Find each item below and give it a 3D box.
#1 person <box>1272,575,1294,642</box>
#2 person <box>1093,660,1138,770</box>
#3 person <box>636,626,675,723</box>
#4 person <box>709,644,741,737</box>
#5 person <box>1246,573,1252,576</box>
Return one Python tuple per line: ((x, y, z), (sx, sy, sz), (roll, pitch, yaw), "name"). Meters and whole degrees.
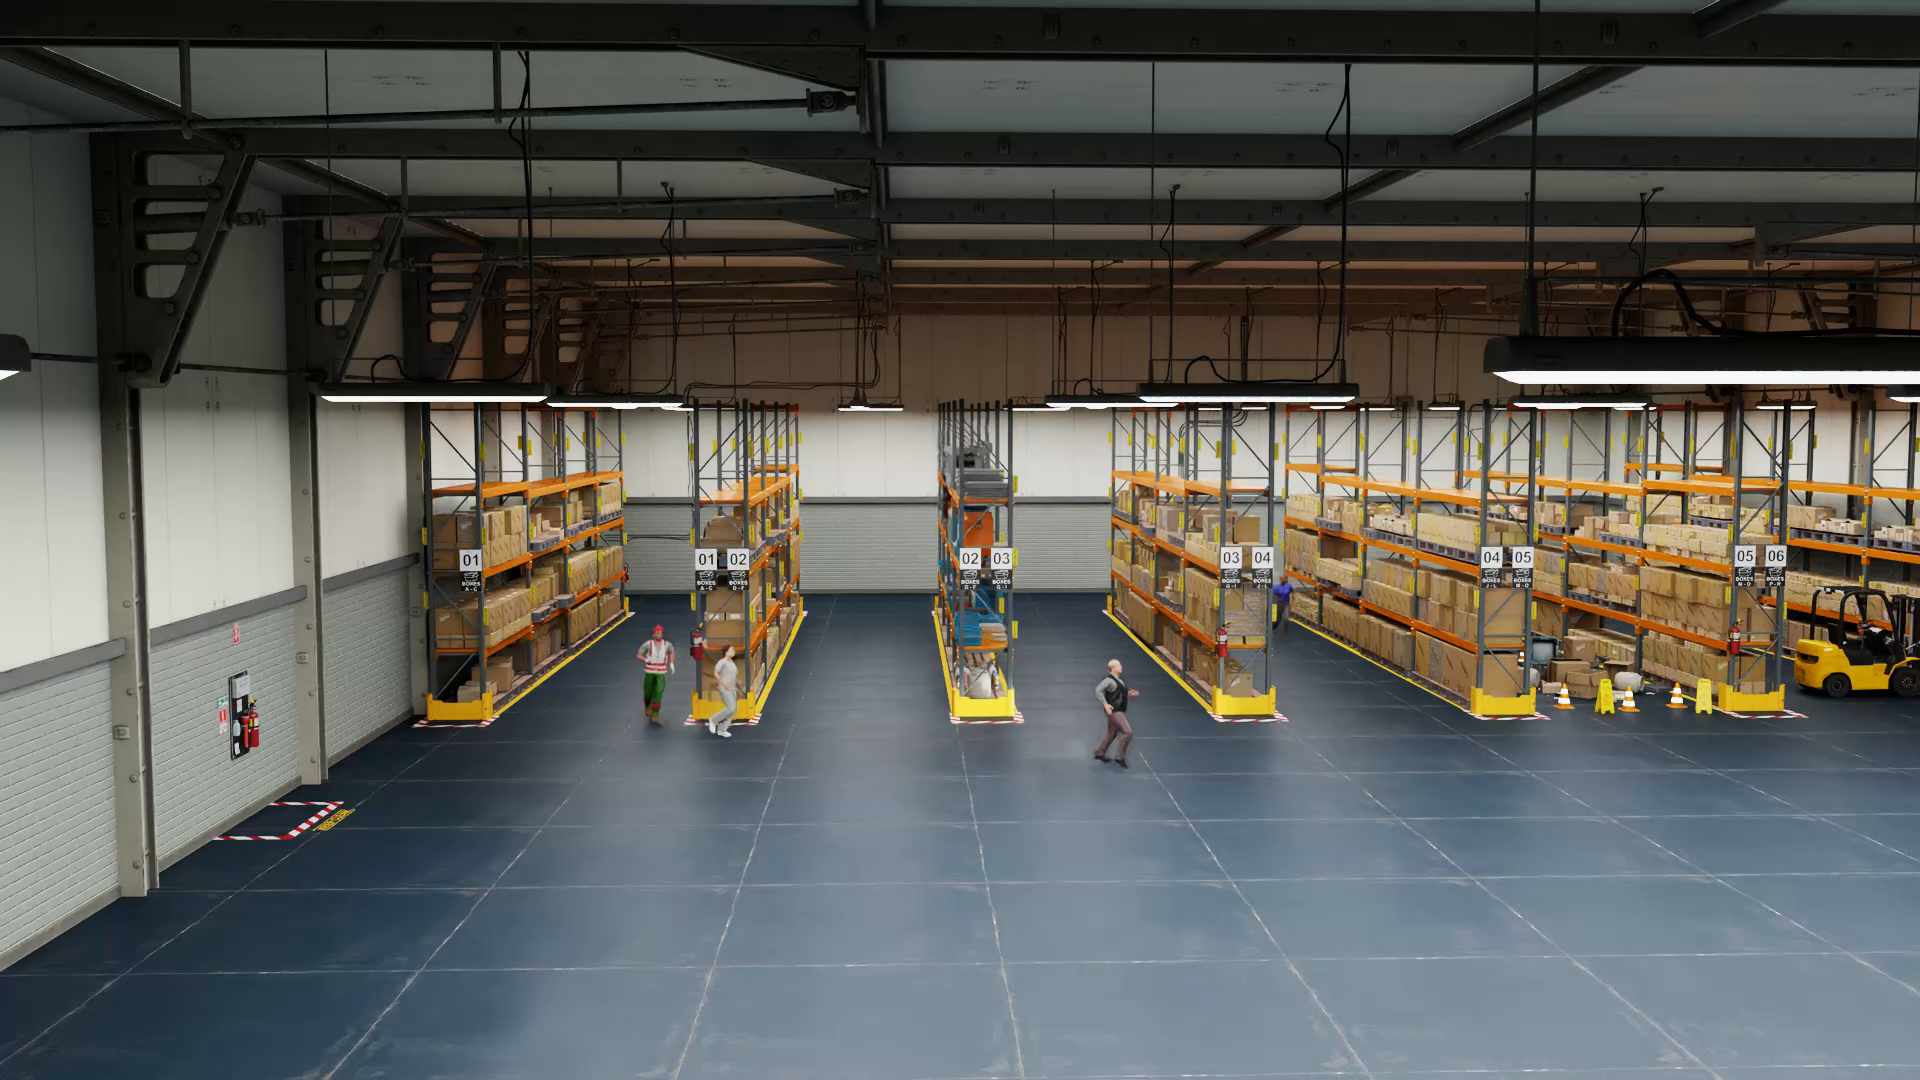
((8.186, 1.703, 42.166), (0.588, 1.670, 0.931), (0, 4, 2), "person")
((2.515, 2.825, 26.911), (0.752, 1.780, 0.624), (1, 5, 17), "person")
((-5.649, 2.474, 30.907), (0.709, 1.749, 1.002), (-1, 4, -13), "person")
((-4.174, 2.664, 29.658), (0.549, 1.621, 0.590), (2, 5, 19), "person")
((8.415, 1.247, 48.297), (0.503, 1.618, 0.638), (-4, 6, -39), "person")
